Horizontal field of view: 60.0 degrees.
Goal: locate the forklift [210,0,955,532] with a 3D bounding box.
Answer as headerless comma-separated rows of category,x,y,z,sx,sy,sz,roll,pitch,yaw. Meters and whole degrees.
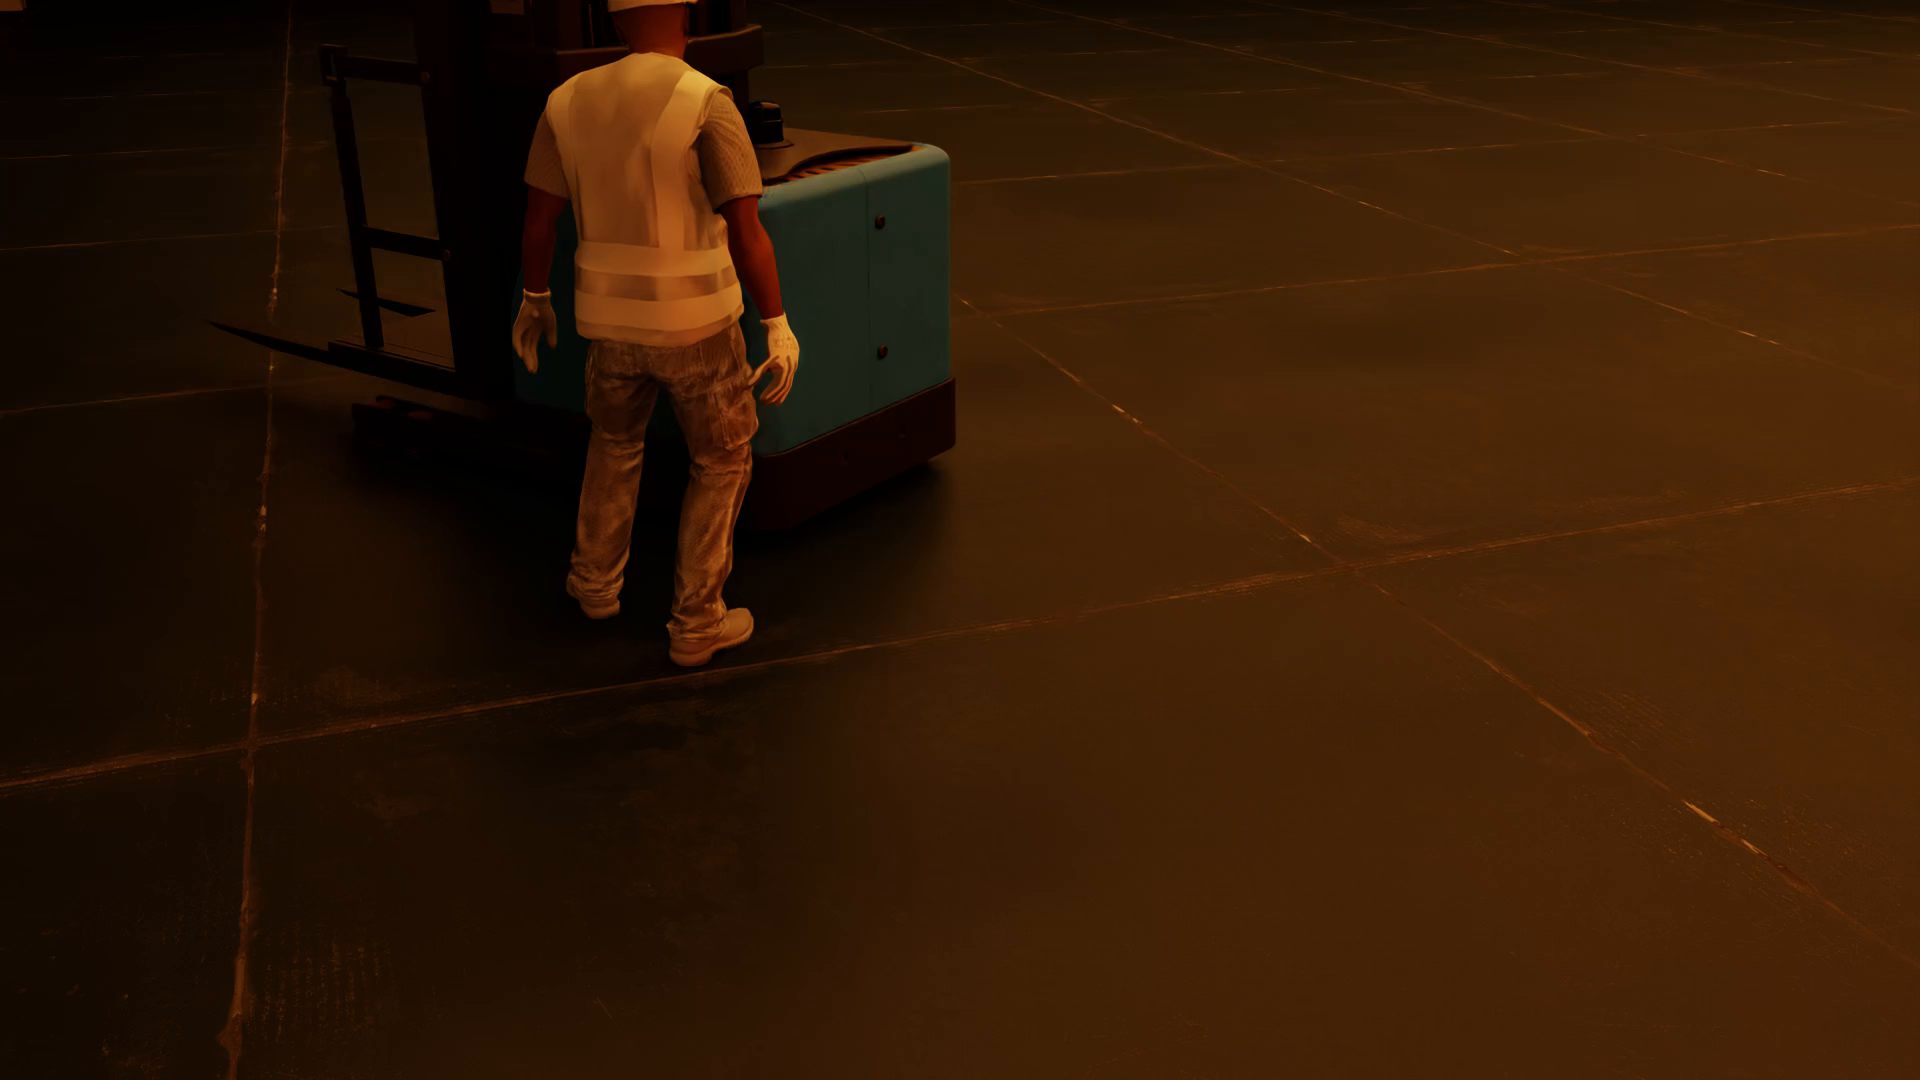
forklift,-1.522,-1.788,5.550,3.031,2.935,1.130,15,27,31

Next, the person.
person,-0.748,-0.568,4.189,0.882,1.746,0.440,10,25,22
